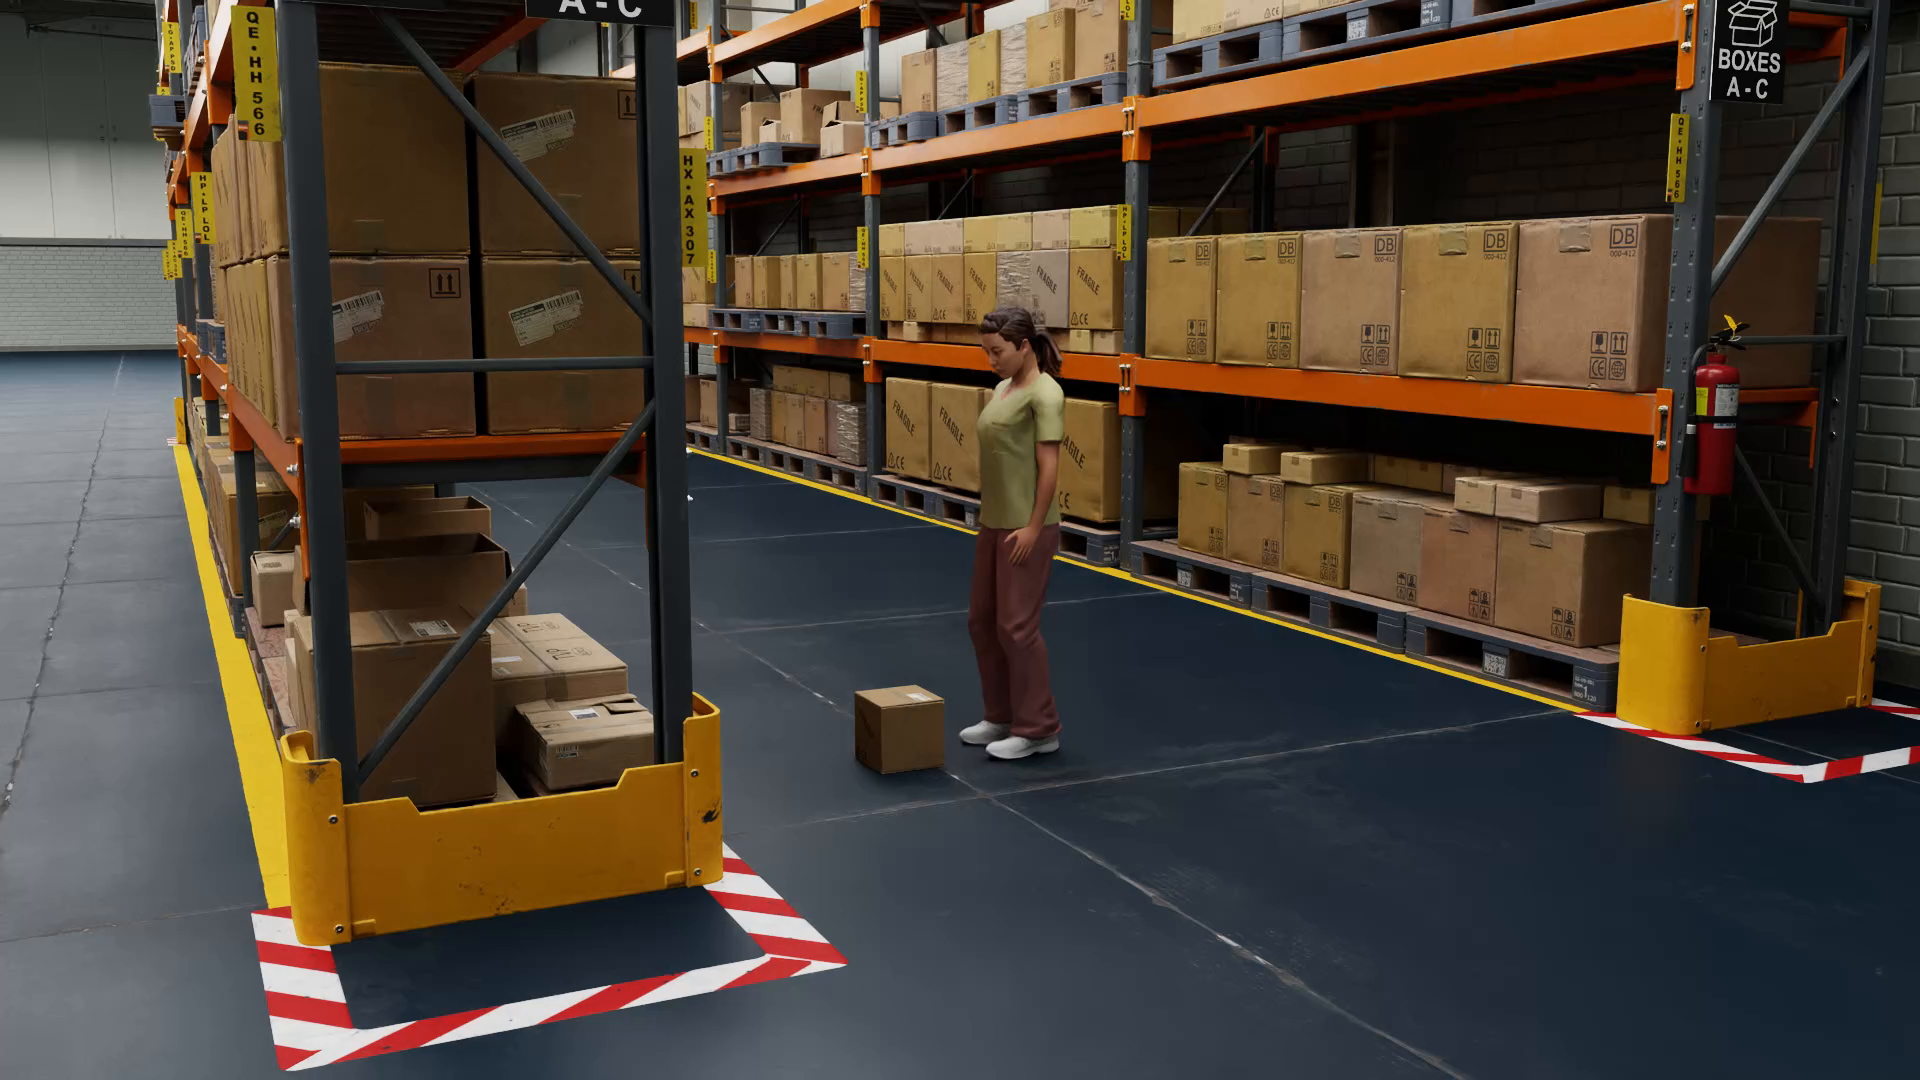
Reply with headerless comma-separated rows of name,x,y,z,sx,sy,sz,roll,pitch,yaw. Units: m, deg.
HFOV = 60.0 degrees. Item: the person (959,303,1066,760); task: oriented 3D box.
person,0.218,-0.035,6.140,0.359,1.665,0.452,-4,9,-25
